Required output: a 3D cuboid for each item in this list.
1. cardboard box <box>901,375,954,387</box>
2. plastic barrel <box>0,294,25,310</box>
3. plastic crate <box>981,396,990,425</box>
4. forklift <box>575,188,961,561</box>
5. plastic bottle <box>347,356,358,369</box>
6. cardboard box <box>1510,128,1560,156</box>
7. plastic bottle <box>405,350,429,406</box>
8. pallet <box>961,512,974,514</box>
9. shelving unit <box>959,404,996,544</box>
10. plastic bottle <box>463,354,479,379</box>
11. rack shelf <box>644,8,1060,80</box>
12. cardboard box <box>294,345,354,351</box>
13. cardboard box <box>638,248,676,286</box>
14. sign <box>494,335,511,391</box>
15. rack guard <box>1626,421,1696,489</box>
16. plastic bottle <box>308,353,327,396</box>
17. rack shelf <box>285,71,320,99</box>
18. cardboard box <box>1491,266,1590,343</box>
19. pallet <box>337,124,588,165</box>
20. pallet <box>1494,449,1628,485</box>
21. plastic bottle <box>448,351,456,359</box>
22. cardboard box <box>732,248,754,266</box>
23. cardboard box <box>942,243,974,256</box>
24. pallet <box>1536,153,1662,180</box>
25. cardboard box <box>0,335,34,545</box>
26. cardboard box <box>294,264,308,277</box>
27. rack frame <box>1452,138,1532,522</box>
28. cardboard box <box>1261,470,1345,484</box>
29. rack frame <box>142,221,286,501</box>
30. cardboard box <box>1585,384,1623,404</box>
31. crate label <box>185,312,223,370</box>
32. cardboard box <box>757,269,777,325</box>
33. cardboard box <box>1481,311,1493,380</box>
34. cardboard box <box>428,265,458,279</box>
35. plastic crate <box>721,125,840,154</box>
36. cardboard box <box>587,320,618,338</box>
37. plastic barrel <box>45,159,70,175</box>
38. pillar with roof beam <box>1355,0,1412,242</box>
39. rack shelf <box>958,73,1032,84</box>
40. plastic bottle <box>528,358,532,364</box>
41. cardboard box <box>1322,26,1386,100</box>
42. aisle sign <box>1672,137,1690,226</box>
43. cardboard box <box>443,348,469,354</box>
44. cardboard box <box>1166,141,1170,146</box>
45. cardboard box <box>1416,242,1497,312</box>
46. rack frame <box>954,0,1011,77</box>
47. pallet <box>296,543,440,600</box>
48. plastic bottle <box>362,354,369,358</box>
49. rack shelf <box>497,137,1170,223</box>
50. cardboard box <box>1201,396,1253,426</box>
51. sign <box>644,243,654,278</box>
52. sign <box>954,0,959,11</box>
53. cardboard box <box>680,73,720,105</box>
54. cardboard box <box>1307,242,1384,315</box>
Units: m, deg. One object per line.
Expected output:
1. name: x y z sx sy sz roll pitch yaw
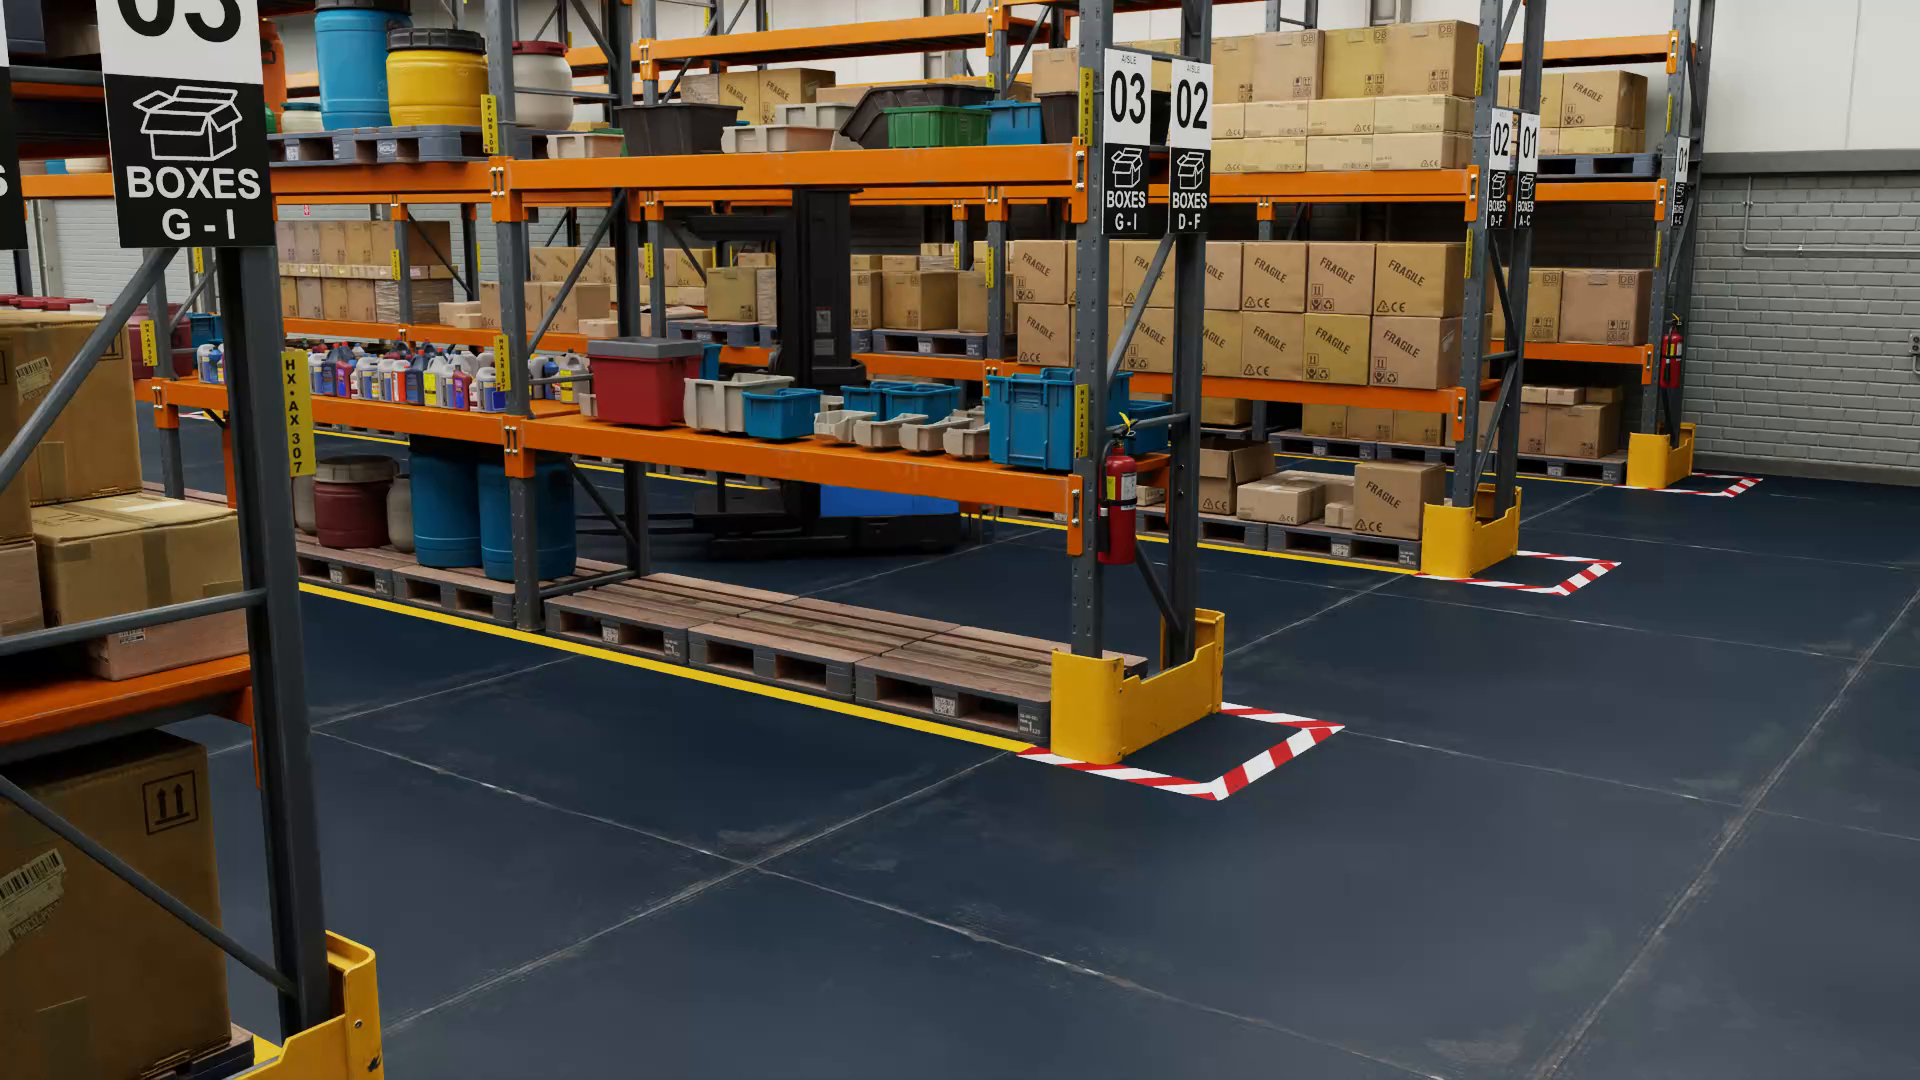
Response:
1. cardboard box: -0.336 -2.017 20.980 0.500 0.500 0.700 8 14 36
2. plastic barrel: -8.172 -1.814 14.150 0.433 0.535 0.433 0 11 0
3. plastic crate: 0.324 -0.638 8.715 0.300 0.233 0.416 8 13 36
4. forklift: -1.554 -1.390 12.498 3.031 2.935 1.130 -2 11 -8
5. plastic bottle: -4.052 -1.092 11.118 0.097 0.271 0.097 0 11 0
6. cardboard box: 5.555 -3.810 15.955 0.500 0.250 0.500 7 13 33
7. plastic bottle: -3.449 -1.039 10.630 0.185 0.351 0.144 8 13 36
8. pallet: -0.108 -0.463 14.868 1.213 0.211 1.003 8 13 36
9. shelving unit: 0.122 -0.512 12.907 0.252 1.050 0.215 9 14 37
10. plastic bottle: -3.349 -1.119 11.243 0.135 0.276 0.152 8 13 36
11. rack shelf: -1.042 -4.367 14.859 4.000 0.370 1.077 8 13 36
12. cardboard box: -7.594 -2.057 19.923 0.500 0.500 0.500 8 13 36
13. cardboard box: -4.319 -3.828 23.290 0.500 0.500 0.500 7 13 34
14. sign: -2.692 -1.041 9.783 0.005 0.325 0.100 8 13 36
15. rack guard: 6.742 -0.826 15.982 0.348 0.500 1.175 8 13 36
16. plastic bottle: -4.314 -1.123 11.266 0.135 0.276 0.152 8 13 36
17. rack shelf: -7.490 -5.267 19.509 4.000 0.370 1.077 8 13 36
18. cardboard box: 5.713 -2.339 16.432 0.700 0.700 0.980 8 13 35
19. pallet: -3.055 -2.442 10.354 1.003 0.211 1.213 8 13 36
20. pallet: 6.032 -0.764 16.426 1.213 0.211 1.003 8 13 36
21. plastic bottle: -3.523 -1.183 11.588 0.097 0.271 0.097 0 11 0
22. cardboard box: -3.204 -3.794 23.111 0.500 0.500 0.500 8 13 34
23. cardboard box: -0.021 -3.573 20.471 0.250 0.149 0.380 6 12 28
24. pallet: 6.119 -3.567 15.905 1.213 0.211 1.003 8 13 36
25. cardboard box: -2.621 -0.236 3.989 0.500 0.500 0.500 8 14 36
26. cardboard box: -7.675 -3.213 19.771 0.250 0.149 0.380 8 14 36
27. rack frame: 3.794 -1.297 11.836 0.127 3.000 1.000 8 13 36
28. cardboard box: 2.717 -0.380 13.177 0.500 0.250 0.500 8 13 36
29. rack frame: -5.589 -1.438 12.568 0.127 3.000 1.000 8 13 36
30. cardboard box: 6.318 -1.433 16.308 0.250 0.149 0.380 8 14 36
31. crate label: -6.230 -1.609 13.356 0.616 0.435 0.502 8 13 36
32. cardboard box: -1.456 -2.266 15.476 0.700 0.500 0.500 -10 15 -42
33. cardboard box: 3.592 -1.436 12.293 0.500 0.500 0.500 8 14 37
34. cardboard box: -5.980 -3.073 19.048 0.250 0.149 0.380 8 13 35
35. plastic crate: -0.954 -2.077 8.663 0.530 0.136 0.437 8 13 36
36. cardboard box: -3.543 -2.132 16.813 0.250 0.149 0.380 8 13 36
37. plastic barrel: -7.221 -3.436 13.676 0.708 0.901 0.600 8 13 36
38. pillar with roof beam: 2.027 -4.845 14.384 0.400 9.000 9.100 8 13 36
39. rack shelf: 1.887 -5.126 18.782 4.000 0.370 1.077 8 13 36
40. plastic bottle: -2.885 -1.094 11.127 0.097 0.271 0.097 0 11 0
41. cardboard box: 3.017 -3.434 12.090 0.500 0.500 0.700 8 13 36
42. aisle sign: 6.603 -3.278 15.232 0.004 0.787 0.394 8 13 36
43. cardboard box: -6.067 -1.970 19.477 0.500 0.500 0.500 8 13 36
44. cardboard box: 1.618 -2.940 12.826 0.500 0.250 0.500 8 13 36
45. cardboard box: 3.592 -1.927 12.198 0.500 0.500 0.500 8 14 37
46. rack frame: 0.275 -5.900 19.838 0.127 3.000 1.000 8 13 36
47. pallet: -3.950 0.150 11.698 1.213 0.211 1.003 8 13 36
48. plastic bottle: -4.350 -1.264 12.191 0.097 0.201 0.097 0 11 0
49. rack shelf: -0.753 -1.883 8.864 4.000 0.370 1.077 8 13 36
50. cardboard box: 2.898 -1.709 18.522 0.750 0.750 0.750 8 14 36
51. sign: -2.980 -2.679 15.934 0.005 0.325 0.100 8 13 36
52. sign: -0.039 -6.314 19.306 0.005 0.325 0.100 8 13 36
53. cardboard box: -2.307 -4.159 15.837 0.500 0.500 0.500 8 13 36
54. cardboard box: 2.864 -1.902 12.066 0.500 0.500 0.500 8 14 37
